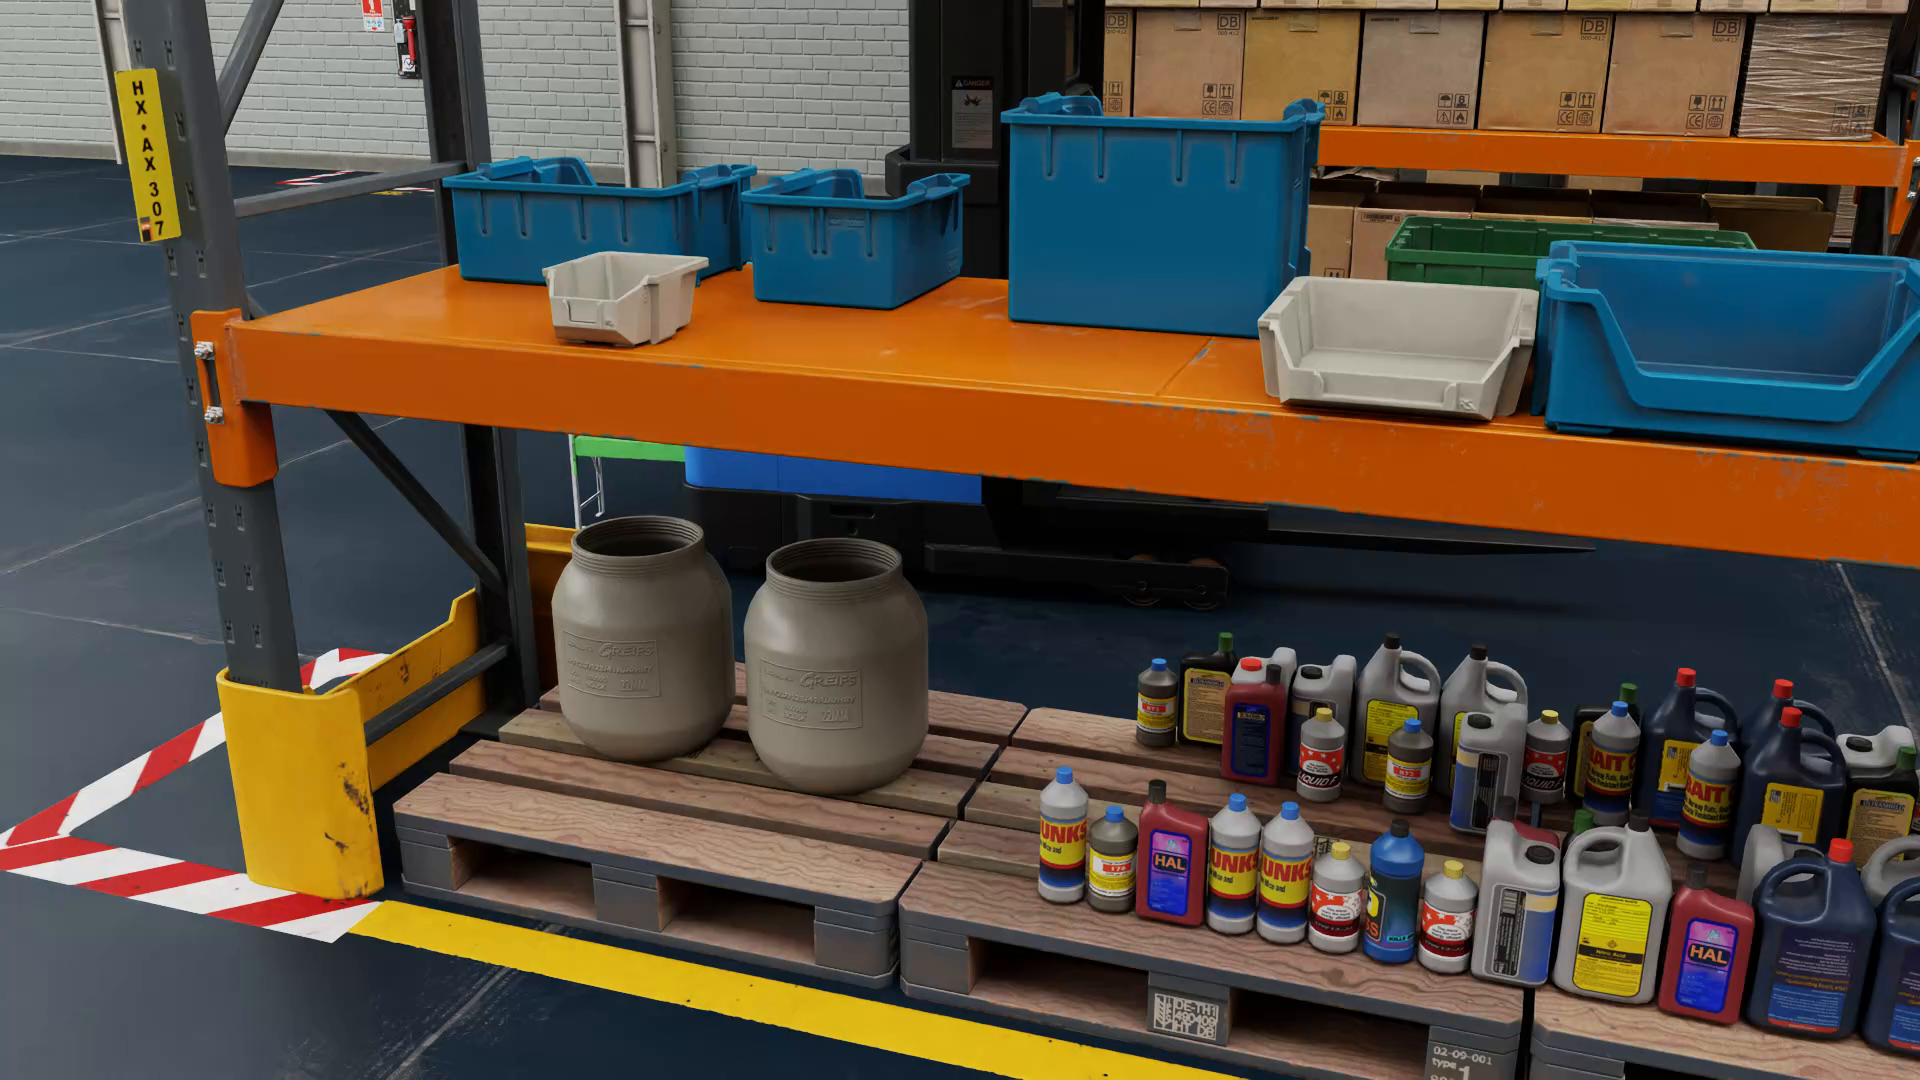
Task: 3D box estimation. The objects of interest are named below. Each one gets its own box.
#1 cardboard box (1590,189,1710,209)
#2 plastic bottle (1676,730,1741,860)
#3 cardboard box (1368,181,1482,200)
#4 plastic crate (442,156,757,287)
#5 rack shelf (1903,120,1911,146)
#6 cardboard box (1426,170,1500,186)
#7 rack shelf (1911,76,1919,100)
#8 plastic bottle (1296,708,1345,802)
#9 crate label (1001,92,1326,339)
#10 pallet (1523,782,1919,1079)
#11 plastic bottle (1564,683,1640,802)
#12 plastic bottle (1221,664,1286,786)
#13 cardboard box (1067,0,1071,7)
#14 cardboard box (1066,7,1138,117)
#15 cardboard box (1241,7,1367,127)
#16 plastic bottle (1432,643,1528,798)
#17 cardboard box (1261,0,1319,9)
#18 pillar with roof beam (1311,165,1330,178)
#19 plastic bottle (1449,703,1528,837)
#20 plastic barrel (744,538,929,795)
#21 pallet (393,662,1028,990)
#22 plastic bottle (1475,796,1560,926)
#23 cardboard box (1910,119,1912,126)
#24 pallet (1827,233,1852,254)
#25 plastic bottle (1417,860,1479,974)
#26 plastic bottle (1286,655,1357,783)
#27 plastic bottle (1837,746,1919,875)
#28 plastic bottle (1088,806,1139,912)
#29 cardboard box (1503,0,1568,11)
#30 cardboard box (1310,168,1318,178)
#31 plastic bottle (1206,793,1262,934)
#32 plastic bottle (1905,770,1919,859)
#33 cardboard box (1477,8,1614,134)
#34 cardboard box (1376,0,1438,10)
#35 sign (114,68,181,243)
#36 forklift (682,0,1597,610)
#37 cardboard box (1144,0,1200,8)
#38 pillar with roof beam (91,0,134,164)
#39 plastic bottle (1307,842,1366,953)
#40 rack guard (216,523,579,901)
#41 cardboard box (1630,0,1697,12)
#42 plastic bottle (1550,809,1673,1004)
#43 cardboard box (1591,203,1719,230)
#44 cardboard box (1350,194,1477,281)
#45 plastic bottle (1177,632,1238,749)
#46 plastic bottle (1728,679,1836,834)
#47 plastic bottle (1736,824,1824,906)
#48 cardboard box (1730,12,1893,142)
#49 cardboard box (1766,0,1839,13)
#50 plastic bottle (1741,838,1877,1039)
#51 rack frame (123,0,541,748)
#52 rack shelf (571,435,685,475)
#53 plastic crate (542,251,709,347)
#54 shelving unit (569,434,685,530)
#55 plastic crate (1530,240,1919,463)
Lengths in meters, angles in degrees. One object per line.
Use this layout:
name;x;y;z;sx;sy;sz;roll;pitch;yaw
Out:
cardboard box;3.194;-1.352;7.798;0.500;0.500;0.500;7;20;18
plastic bottle;1.572;0.527;3.484;0.097;0.271;0.097;0;19;0
cardboard box;2.251;-1.462;8.113;0.500;0.500;0.500;7;20;18
plastic crate;-0.833;-0.760;3.926;0.616;0.251;0.499;7;20;18
rack shelf;5.893;-1.343;6.466;4.000;0.370;1.077;7;20;18
cardboard box;3.687;-2.640;12.222;0.500;0.500;0.700;5;20;15
rack shelf;7.515;-2.884;10.885;4.000;0.370;1.077;7;20;18
plastic bottle;0.812;0.476;3.737;0.097;0.201;0.097;0;19;0
crate label;0.424;-0.693;3.455;0.616;0.435;0.502;7;20;18
pallet;1.754;0.872;3.254;1.213;0.211;1.003;7;20;18
plastic bottle;1.428;0.448;3.692;0.133;0.283;0.061;7;21;20
plastic bottle;0.670;0.414;3.788;0.133;0.283;0.061;7;20;18
cardboard box;0.525;-2.575;7.770;0.250;0.149;0.380;6;20;18
cardboard box;0.662;-2.324;8.034;0.500;0.500;0.700;7;20;18
cardboard box;1.627;-2.213;7.717;0.500;0.500;0.700;7;20;18
plastic bottle;1.169;0.401;3.724;0.185;0.351;0.144;6;20;18
cardboard box;1.501;-2.464;7.451;0.250;0.149;0.380;6;20;16
pillar with roof beam;1.380;-5.559;8.354;0.400;9.000;9.100;7;20;18
plastic bottle;1.144;0.485;3.596;0.135;0.276;0.152;7;20;18
plastic barrel;-0.283;0.287;3.839;0.421;0.512;0.421;0;19;0
pallet;-0.551;0.608;4.010;1.213;0.211;1.003;7;20;18
plastic bottle;1.068;0.628;3.176;0.133;0.283;0.061;7;20;18
cardboard box;6.744;-2.700;11.256;0.500;0.250;0.500;6;20;17
pallet;6.362;-2.039;11.606;1.213;0.211;1.003;7;20;18
plastic bottle;0.913;0.696;3.106;0.097;0.201;0.097;0;19;0
plastic bottle;0.835;0.400;3.842;0.135;0.276;0.152;6;20;17
plastic bottle;1.869;0.552;3.395;0.133;0.283;0.061;7;20;18
plastic bottle;0.305;0.626;3.306;0.097;0.201;0.097;0;19;0
cardboard box;2.478;-2.353;7.132;0.250;0.149;0.380;7;20;20
cardboard box;2.472;-2.707;12.702;0.500;0.311;0.500;4;20;12
plastic bottle;0.531;0.619;3.220;0.097;0.271;0.097;0;19;0
plastic bottle;2.026;0.562;3.491;0.097;0.201;0.097;0;19;0
cardboard box;2.610;-2.103;7.399;0.500;0.500;0.700;7;20;19
cardboard box;1.977;-2.409;7.293;0.250;0.149;0.380;7;20;19
sign;-1.588;-0.752;3.255;0.005;0.325;0.100;7;20;18
forklift;0.612;-1.345;5.483;3.031;2.935;1.130;4;20;10
cardboard box;1.011;-2.520;7.612;0.250;0.149;0.380;7;20;18
pillar with roof beam;-9.955;-6.856;12.072;0.400;9.000;9.100;7;20;18
plastic bottle;0.719;0.673;3.170;0.097;0.201;0.097;0;19;0
rack guard;-1.316;0.383;4.219;0.348;0.500;1.175;7;20;18
cardboard box;2.947;-2.298;6.975;0.250;0.149;0.380;6;20;18
plastic bottle;1.186;0.648;3.016;0.185;0.351;0.144;6;20;18
cardboard box;3.026;-1.193;7.341;0.500;0.500;0.500;7;20;18
cardboard box;2.075;-1.295;7.635;0.500;0.500;0.500;7;20;18
plastic bottle;0.592;0.353;3.966;0.133;0.283;0.061;7;20;19
plastic bottle;1.749;0.468;3.534;0.185;0.351;0.144;7;20;20
plastic bottle;1.516;0.670;3.068;0.135;0.276;0.152;7;20;18
cardboard box;3.583;-1.992;7.082;0.500;0.500;0.700;6;20;17
cardboard box;3.444;-2.243;6.815;0.250;0.149;0.380;6;20;17
plastic bottle;1.491;0.683;2.915;0.185;0.351;0.144;5;20;15
rack frame;-1.404;-0.791;3.789;0.127;3.000;1.000;7;20;18
rack shelf;-1.152;-0.332;6.128;0.480;0.148;0.258;4;20;10
plastic crate;-0.664;-0.470;3.269;0.250;0.136;0.298;7;20;18
shelving unit;-1.152;-0.619;6.028;0.503;1.200;0.258;4;20;10
plastic crate;1.240;-0.324;2.675;0.616;0.251;0.499;7;20;18
